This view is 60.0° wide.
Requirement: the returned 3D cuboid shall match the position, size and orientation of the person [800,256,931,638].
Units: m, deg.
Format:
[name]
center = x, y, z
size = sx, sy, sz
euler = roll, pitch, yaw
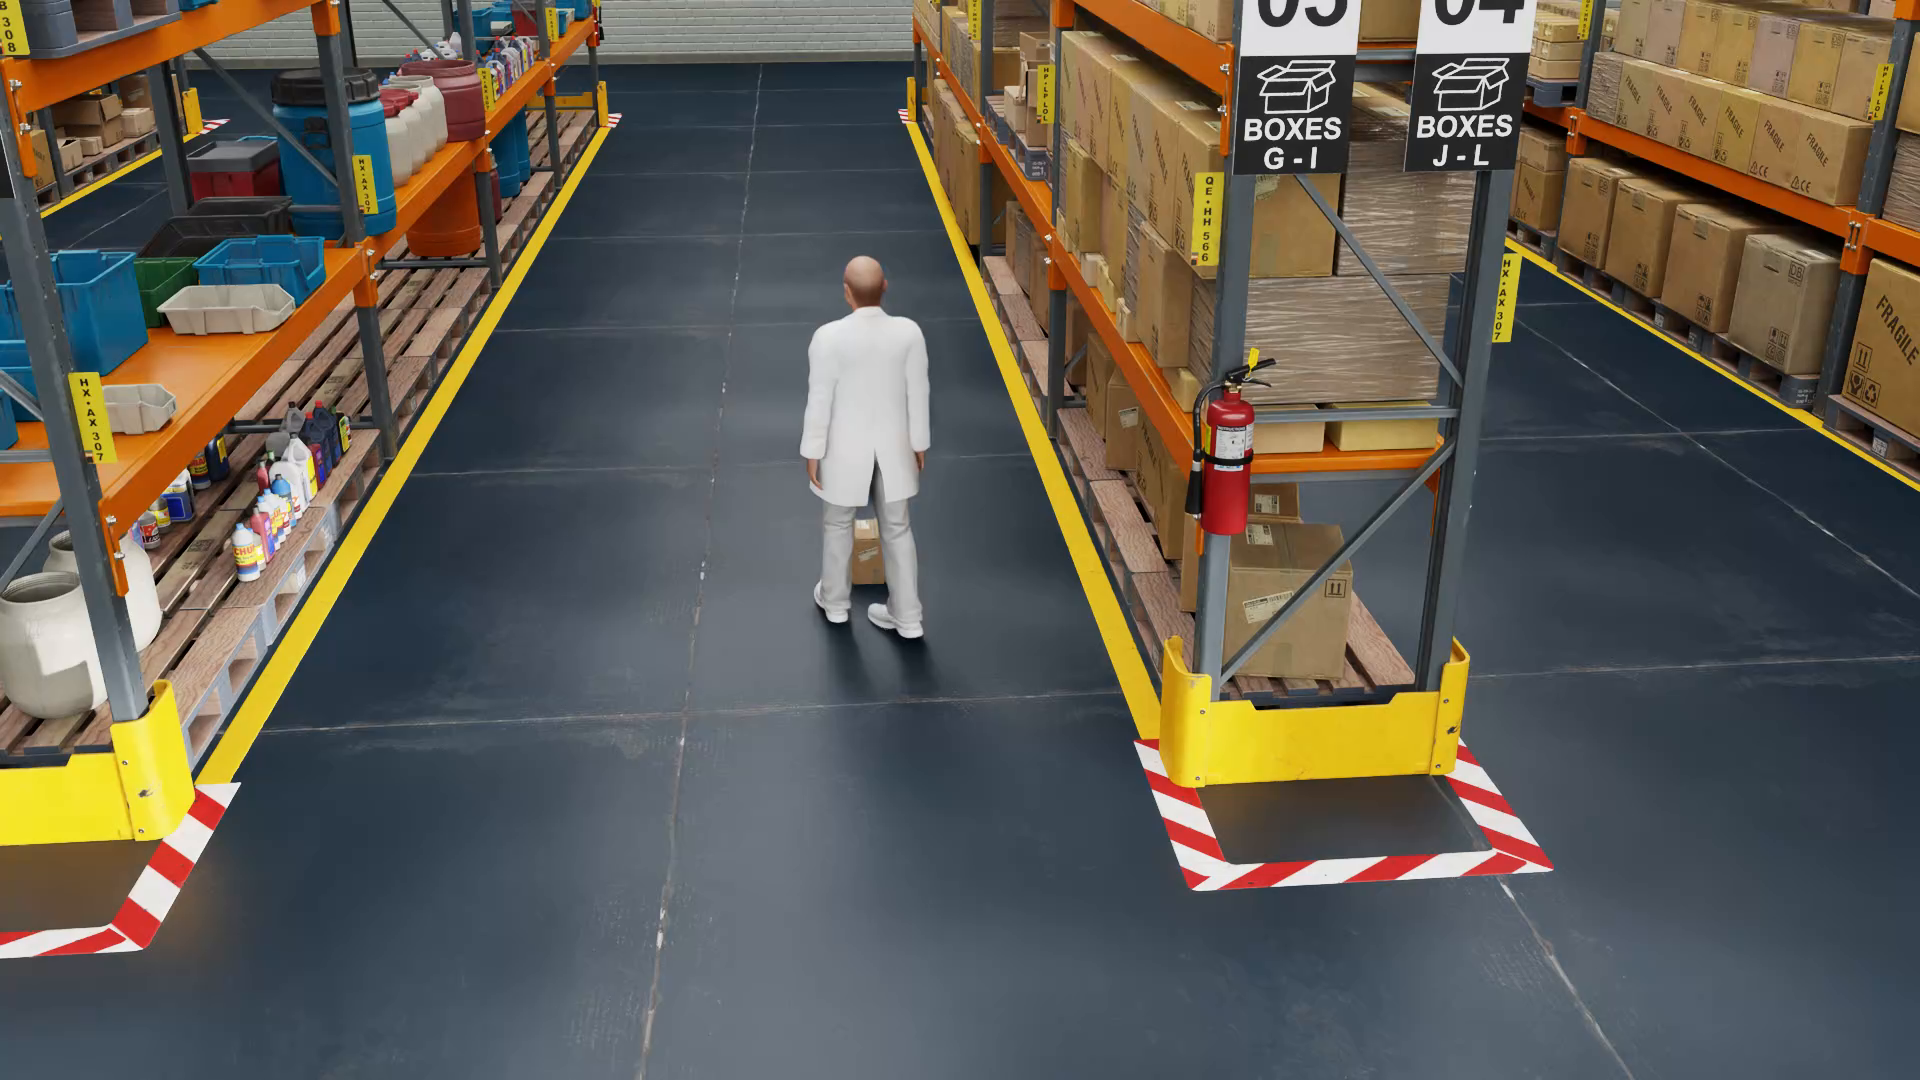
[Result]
[person]
center = -0.458, -0.443, 7.630
size = 0.608, 1.778, 0.663
euler = -7, 24, -16
